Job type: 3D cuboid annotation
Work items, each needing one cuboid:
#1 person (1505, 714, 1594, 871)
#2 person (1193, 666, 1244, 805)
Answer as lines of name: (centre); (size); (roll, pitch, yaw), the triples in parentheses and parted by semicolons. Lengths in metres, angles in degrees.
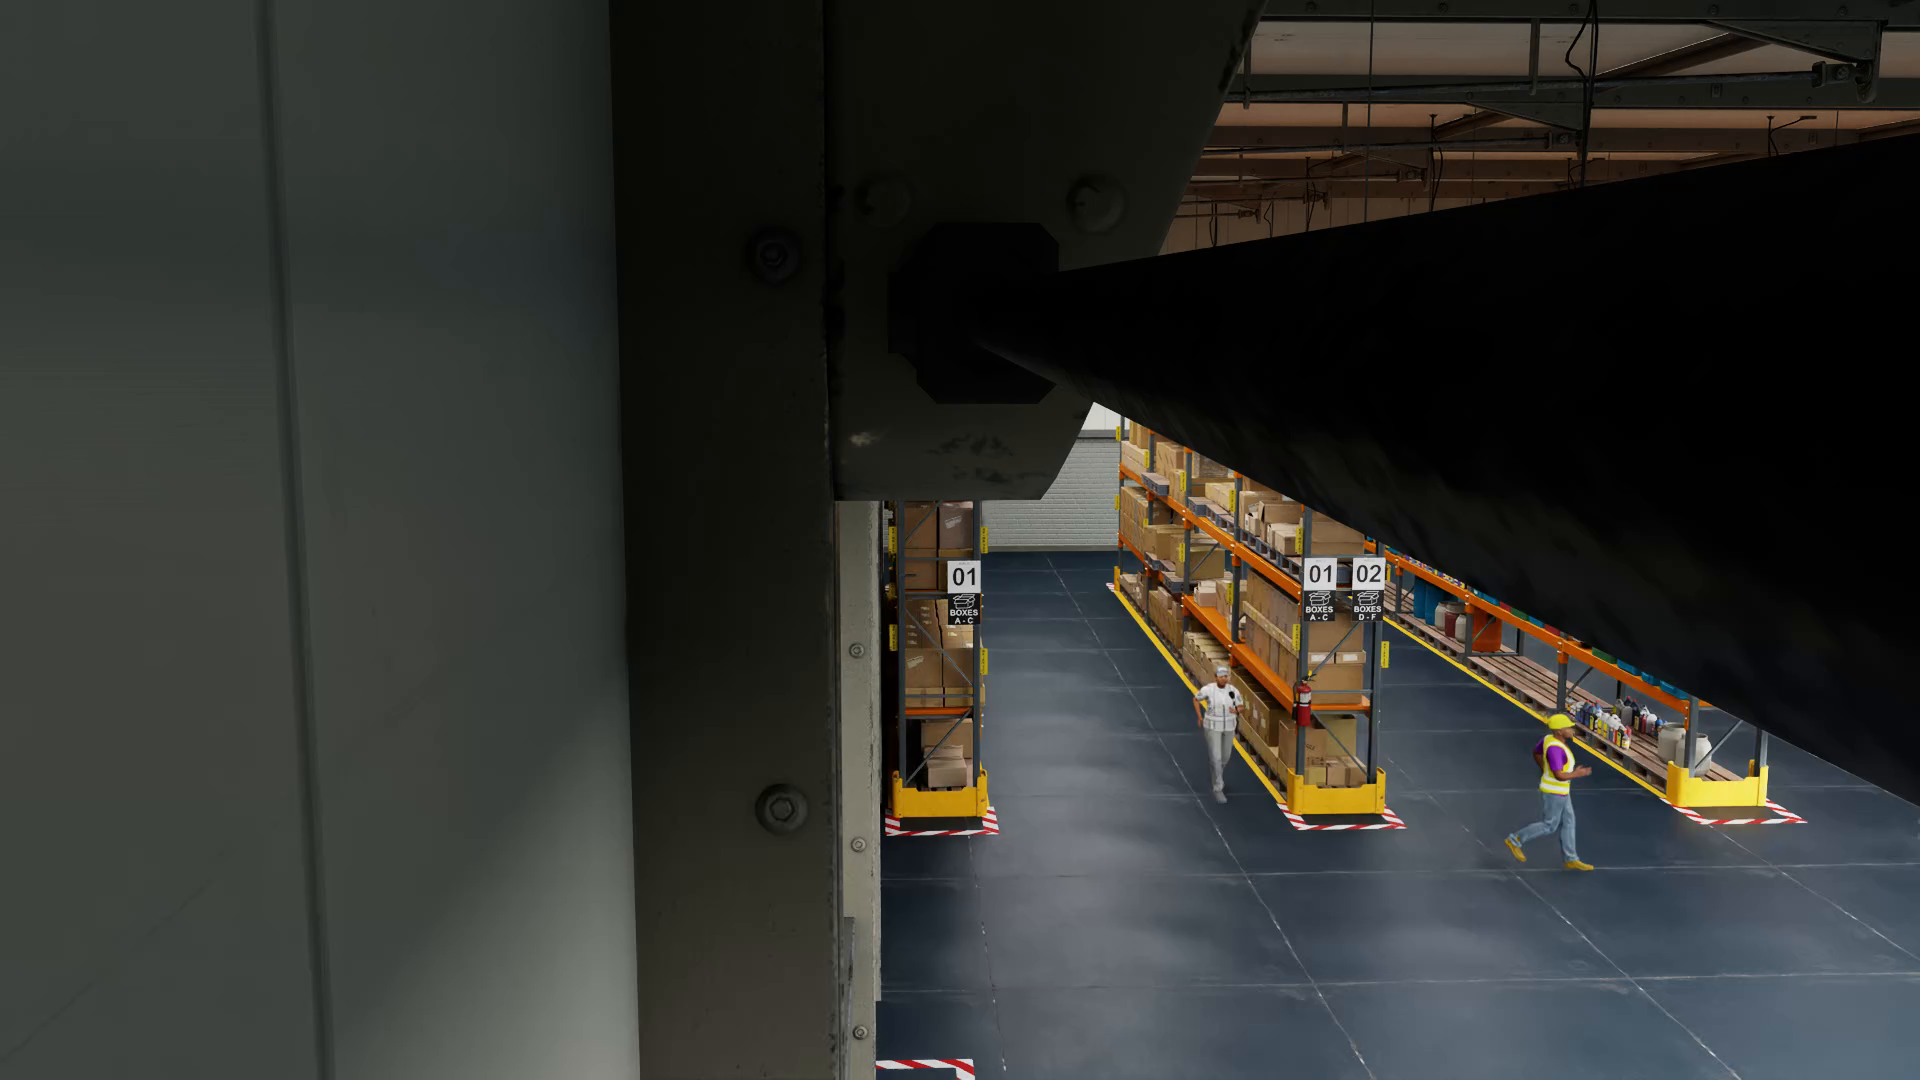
person: (6.587, 2.789, 18.488); (0.953, 1.747, 0.702); (3, 9, 20)
person: (3.329, 2.440, 21.294); (0.589, 1.690, 0.878); (-1, 8, -10)
